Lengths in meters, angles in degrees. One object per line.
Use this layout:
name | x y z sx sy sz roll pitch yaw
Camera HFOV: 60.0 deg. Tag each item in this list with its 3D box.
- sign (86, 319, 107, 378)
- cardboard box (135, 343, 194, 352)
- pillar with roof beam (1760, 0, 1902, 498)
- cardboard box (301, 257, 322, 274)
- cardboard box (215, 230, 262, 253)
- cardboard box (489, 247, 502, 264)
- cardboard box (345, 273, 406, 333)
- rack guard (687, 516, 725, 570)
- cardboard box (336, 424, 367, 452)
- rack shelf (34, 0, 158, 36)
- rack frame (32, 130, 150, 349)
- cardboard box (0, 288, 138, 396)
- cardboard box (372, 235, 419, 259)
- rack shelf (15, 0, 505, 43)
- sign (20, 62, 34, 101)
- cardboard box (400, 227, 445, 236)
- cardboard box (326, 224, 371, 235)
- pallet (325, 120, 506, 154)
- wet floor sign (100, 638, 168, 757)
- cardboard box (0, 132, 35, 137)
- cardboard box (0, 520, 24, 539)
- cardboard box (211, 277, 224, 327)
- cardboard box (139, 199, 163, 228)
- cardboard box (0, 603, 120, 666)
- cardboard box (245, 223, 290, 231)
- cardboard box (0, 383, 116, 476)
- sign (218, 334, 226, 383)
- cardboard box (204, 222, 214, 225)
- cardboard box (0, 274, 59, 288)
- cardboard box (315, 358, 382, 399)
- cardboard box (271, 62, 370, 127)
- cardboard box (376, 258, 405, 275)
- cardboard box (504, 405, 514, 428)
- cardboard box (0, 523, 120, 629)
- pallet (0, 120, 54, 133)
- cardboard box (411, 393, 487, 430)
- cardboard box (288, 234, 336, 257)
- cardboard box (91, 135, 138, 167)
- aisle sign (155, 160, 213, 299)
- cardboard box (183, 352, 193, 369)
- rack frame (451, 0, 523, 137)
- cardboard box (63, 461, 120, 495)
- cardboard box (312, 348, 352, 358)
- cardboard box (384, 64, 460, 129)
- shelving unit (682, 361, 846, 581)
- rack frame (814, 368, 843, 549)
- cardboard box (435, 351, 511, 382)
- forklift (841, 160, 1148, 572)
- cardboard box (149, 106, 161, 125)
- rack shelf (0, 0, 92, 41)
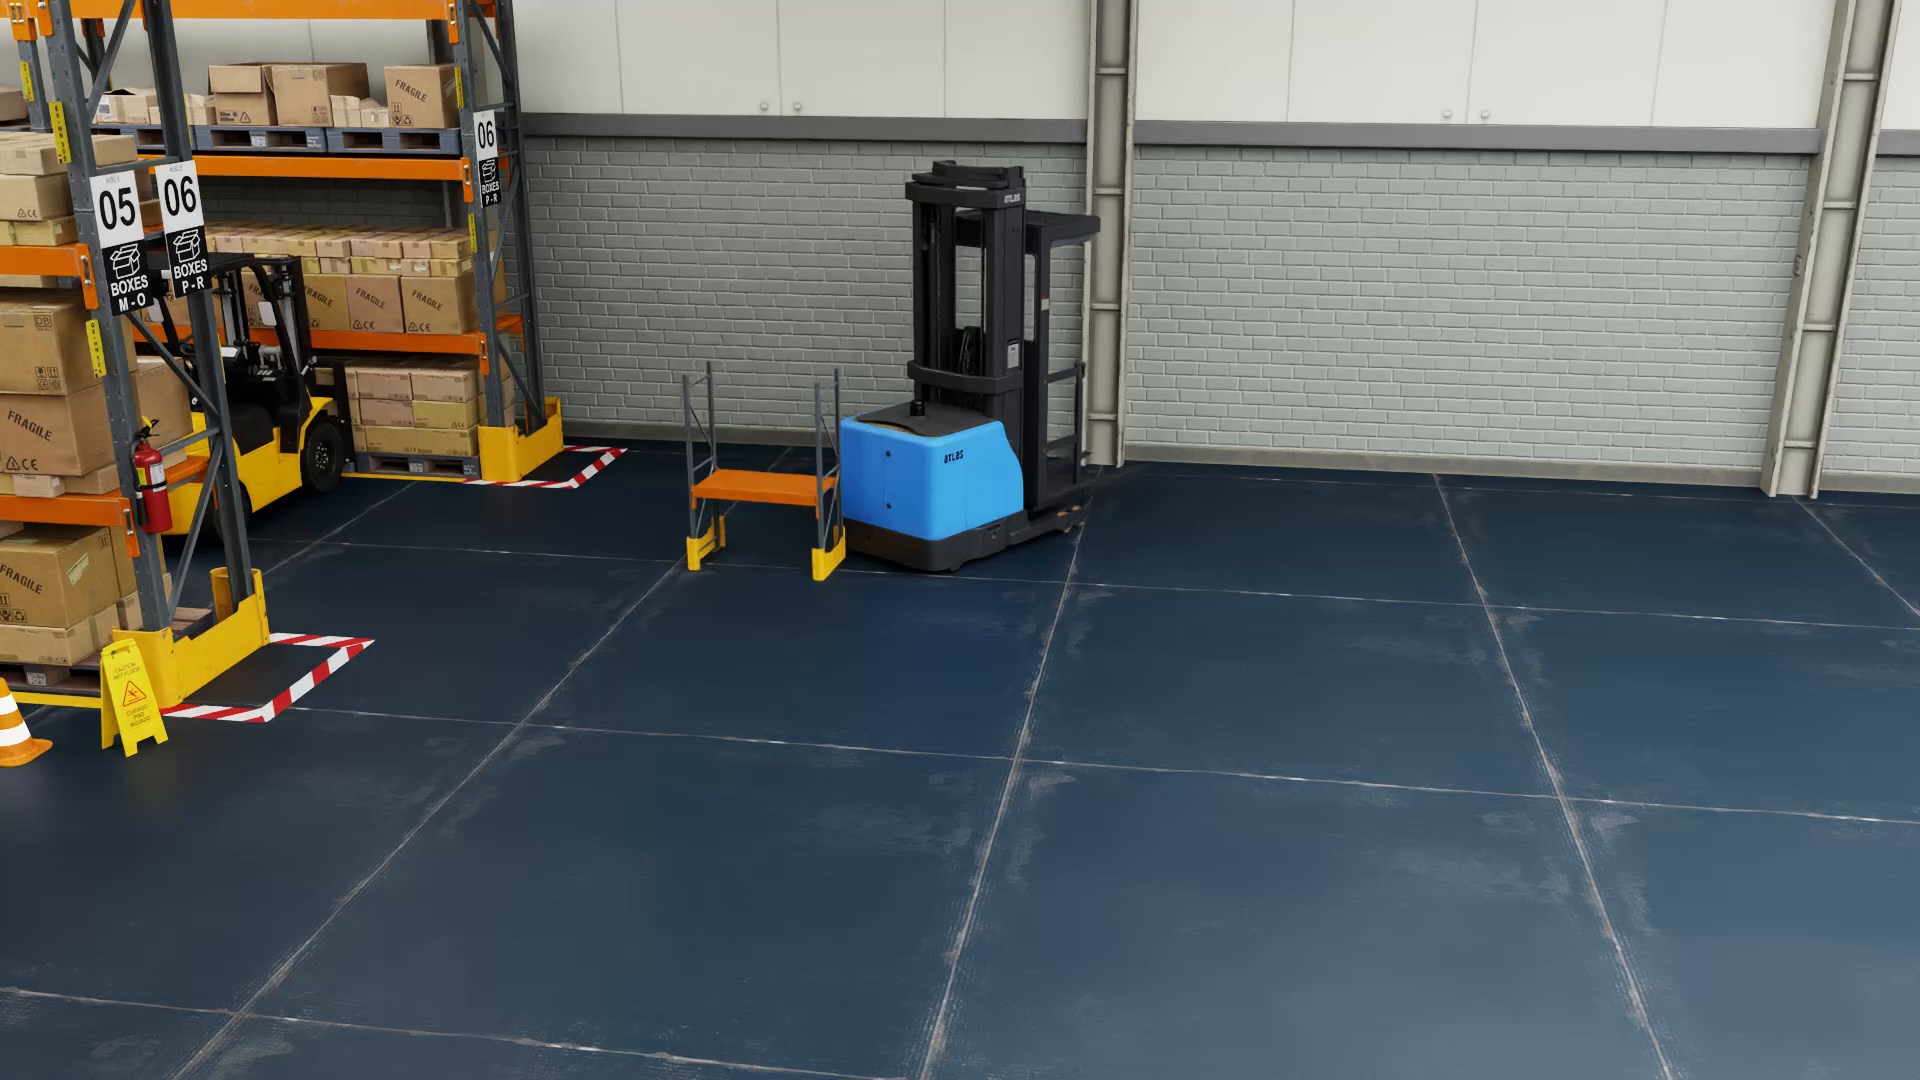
sign | -4.952 -1.098 9.534 0.005 0.325 0.100 3 19 9
cardboard box | -7.494 -1.733 15.852 0.500 0.250 0.500 3 19 10
pillar with roof beam | 6.560 -3.337 9.093 0.400 9.000 9.100 3 19 9
cardboard box | -5.718 -2.468 14.773 0.250 0.149 0.380 3 19 9
cardboard box | -6.458 -2.675 14.923 0.250 0.149 0.380 3 19 8
cardboard box | -4.354 -2.580 15.108 0.250 0.149 0.380 2 19 7
cardboard box | -5.099 -2.146 14.831 0.500 0.500 0.500 4 19 10
rack guard | -1.959 0.021 12.848 0.087 0.250 0.587 5 19 13
cardboard box | -5.557 -1.003 15.244 0.500 0.250 0.500 3 19 9
rack shelf | -6.819 -3.175 9.748 4.000 0.370 1.077 3 19 9
rack frame | -8.010 -2.328 15.534 0.127 3.000 1.000 3 19 9
cardboard box | -5.383 -1.192 9.935 0.500 0.500 0.700 2 19 7
cardboard box | -4.959 -2.582 14.645 0.250 0.149 0.380 3 19 10
rack shelf | -6.035 -4.542 14.459 4.000 0.370 1.077 3 19 9
sign | -8.087 -3.975 14.417 0.005 0.325 0.100 3 19 9
cardboard box | -4.874 -2.739 15.114 0.250 0.149 0.380 3 19 10
cardboard box | -5.624 -2.806 15.314 0.250 0.149 0.380 2 19 7
pallet | -4.755 -3.551 14.601 1.213 0.211 1.003 3 19 9
wet floor sign | -4.826 0.890 9.627 0.232 0.644 0.267 10 21 27
cardboard box | -5.887 -2.410 10.192 0.250 0.149 0.380 3 19 8
cardboard box | -6.050 -0.086 10.301 0.250 0.149 0.380 3 19 10
cardboard box | -6.596 -2.225 15.069 0.500 0.500 0.500 3 19 8
cardboard box | -5.120 -1.993 10.202 0.250 0.149 0.380 3 19 9
cardboard box | -5.709 0.576 10.527 0.500 0.250 0.500 3 19 8
cardboard box | -6.388 -2.828 15.380 0.250 0.149 0.380 3 19 8
cardboard box | -5.424 -0.701 10.045 0.500 0.500 0.500 3 19 8
sign | -4.758 -1.152 10.655 0.005 0.325 0.100 3 19 9
cardboard box | -7.142 -2.868 15.499 0.250 0.149 0.380 3 19 8
cardboard box | -8.535 -2.439 15.313 0.500 0.250 0.500 3 19 7
cardboard box | -5.570 -1.468 15.059 0.500 0.250 0.500 3 19 9
cardboard box | -5.532 -3.872 14.444 0.500 0.500 0.700 3 19 9
cardboard box | -4.951 -2.447 14.710 0.250 0.149 0.380 3 19 10
cardboard box | -4.515 -1.108 15.559 0.500 0.250 0.500 3 19 9
cardboard box | -5.677 0.219 10.411 0.500 0.500 0.500 3 19 9
pallet | -8.883 -3.700 15.209 1.217 0.209 0.805 2 19 6
cardboard box | -4.591 -1.186 15.003 0.500 0.250 0.500 3 19 8
cardboard box | -5.724 -2.608 14.721 0.250 0.149 0.380 3 19 10
cardboard box | -5.163 -2.335 9.966 0.250 0.149 0.380 3 19 8
aisle sign | -4.734 -1.898 10.153 0.004 0.787 0.394 3 19 9
cardboard box | -7.079 -1.546 15.292 0.500 0.250 0.500 3 19 9
rack frame | -4.061 -4.972 13.980 0.127 3.000 1.000 3 19 9
cardboard box | -5.248 -0.404 10.180 0.250 0.149 0.380 4 19 10
cardboard box | -5.996 -1.660 15.633 0.500 0.250 0.500 3 19 8
cardboard box | -4.536 -3.789 14.196 0.500 0.500 0.500 4 19 10
shelving unit | -1.476 -0.534 12.535 1.083 1.500 0.587 5 19 13
rack frame | -0.974 -0.494 12.416 0.032 1.500 0.500 5 19 13
cardboard box | -4.505 -1.580 15.393 0.500 0.250 0.500 3 19 8
forklift | 0.406 -1.546 13.305 1.130 2.935 3.031 15 24 38
cardboard box | -6.856 -3.722 14.548 0.250 0.149 0.380 3 19 10
rack shelf | -9.985 -4.743 15.061 4.000 0.370 1.077 3 19 9
